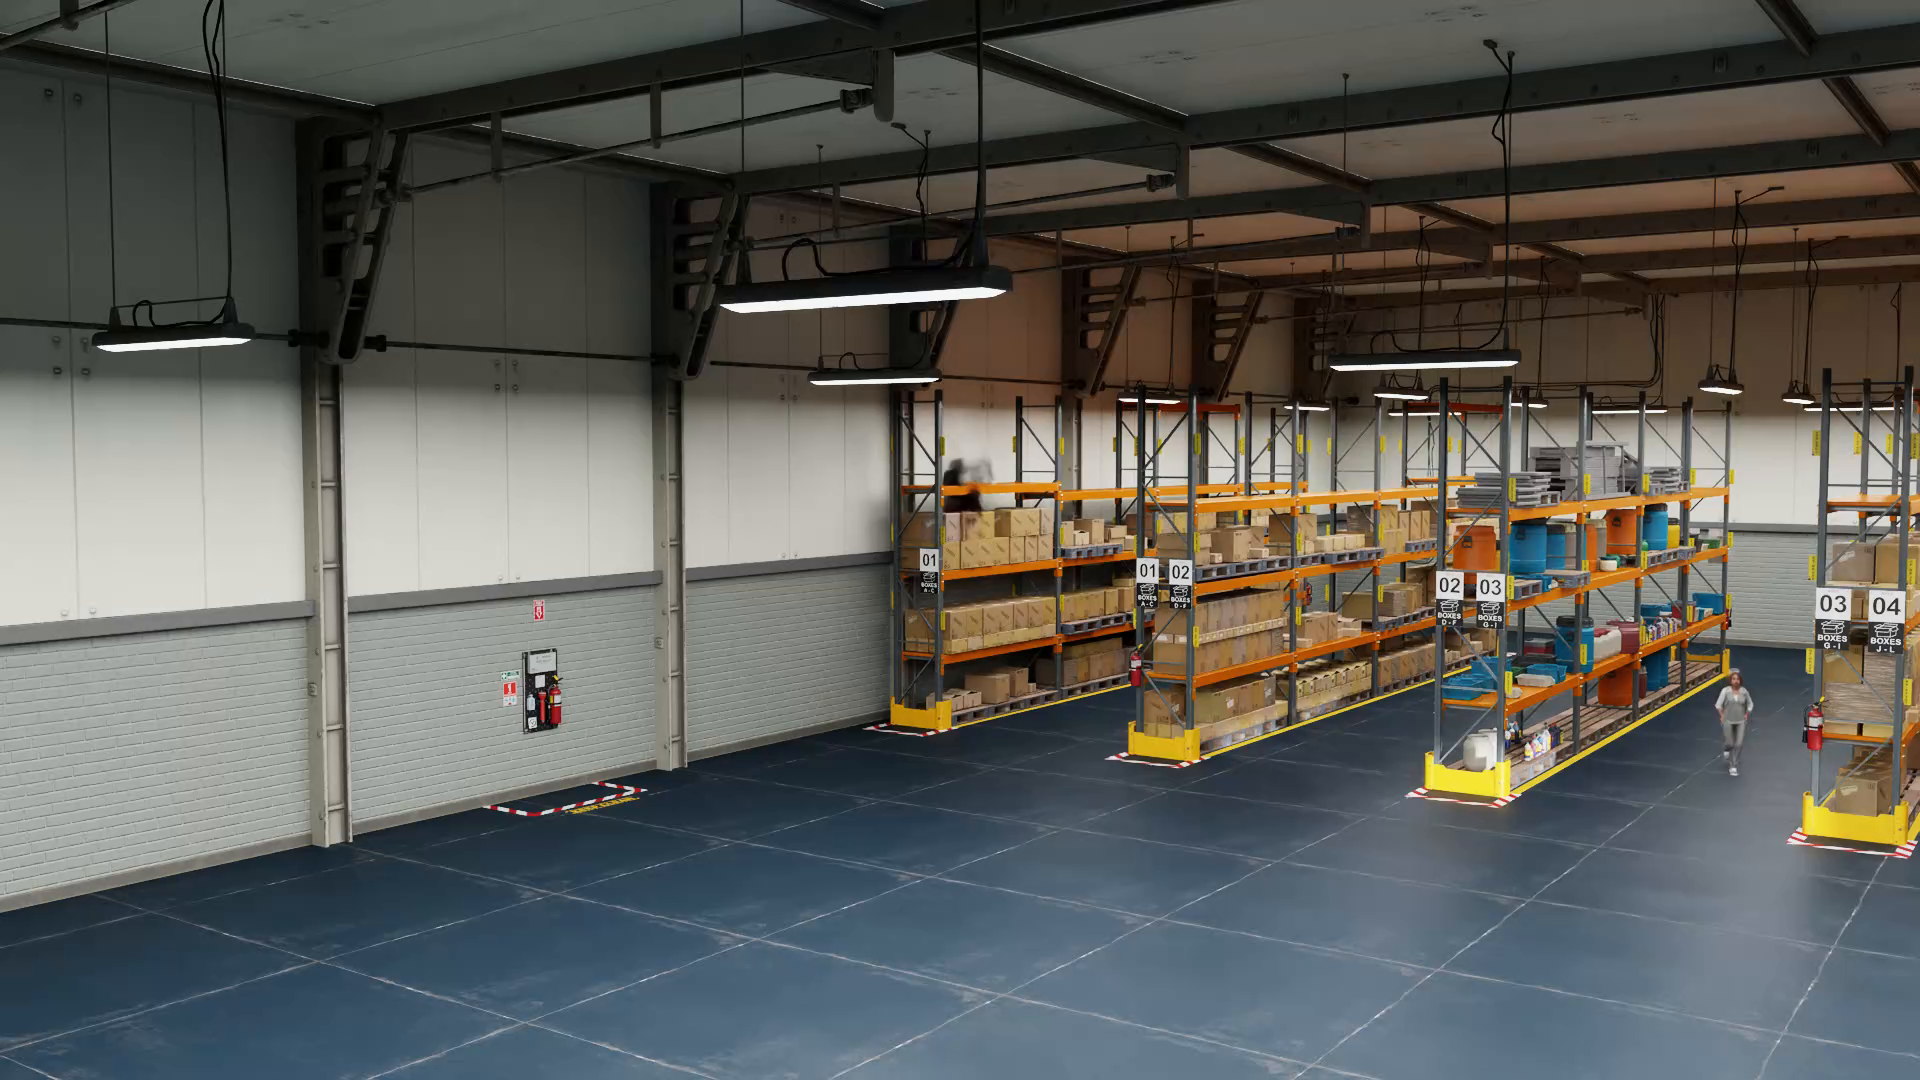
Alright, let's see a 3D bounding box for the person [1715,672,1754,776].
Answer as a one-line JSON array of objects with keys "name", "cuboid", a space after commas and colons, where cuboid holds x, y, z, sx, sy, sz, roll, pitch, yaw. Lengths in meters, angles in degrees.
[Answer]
[{"name": "person", "cuboid": [11.865, 2.800, 25.478, 0.537, 1.557, 0.589, 1, 3, 18]}]
